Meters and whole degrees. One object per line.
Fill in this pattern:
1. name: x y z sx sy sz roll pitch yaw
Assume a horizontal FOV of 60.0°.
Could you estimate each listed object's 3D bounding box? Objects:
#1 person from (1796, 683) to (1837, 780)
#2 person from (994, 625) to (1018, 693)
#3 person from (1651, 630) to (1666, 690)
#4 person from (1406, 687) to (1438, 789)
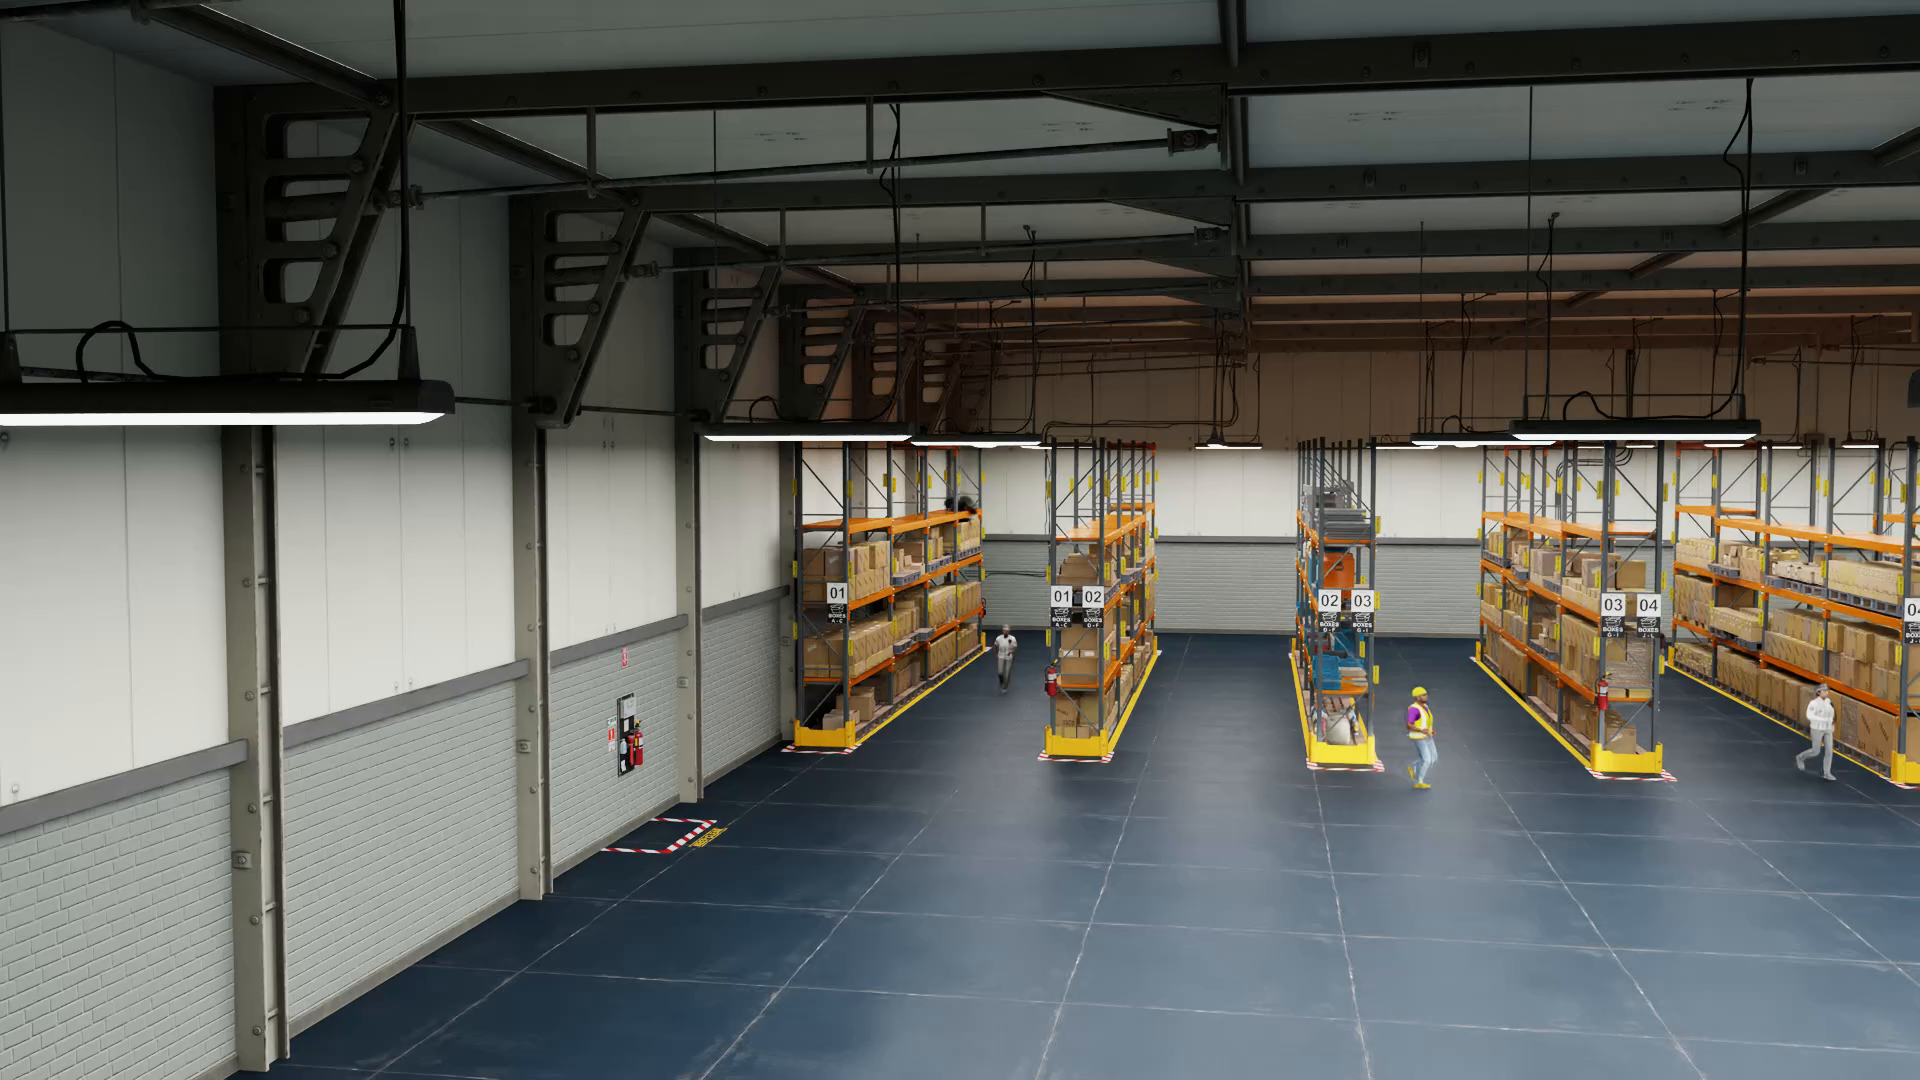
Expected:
1. person: 15.074 3.328 29.172 0.635 1.673 0.815 -1 3 -17
2. person: 1.073 2.815 39.266 0.578 1.654 0.575 0 3 5
3. person: 16.210 2.776 38.945 0.753 1.767 0.882 0 3 1
4. person: 7.856 3.333 28.295 0.600 1.660 0.695 3 4 40
